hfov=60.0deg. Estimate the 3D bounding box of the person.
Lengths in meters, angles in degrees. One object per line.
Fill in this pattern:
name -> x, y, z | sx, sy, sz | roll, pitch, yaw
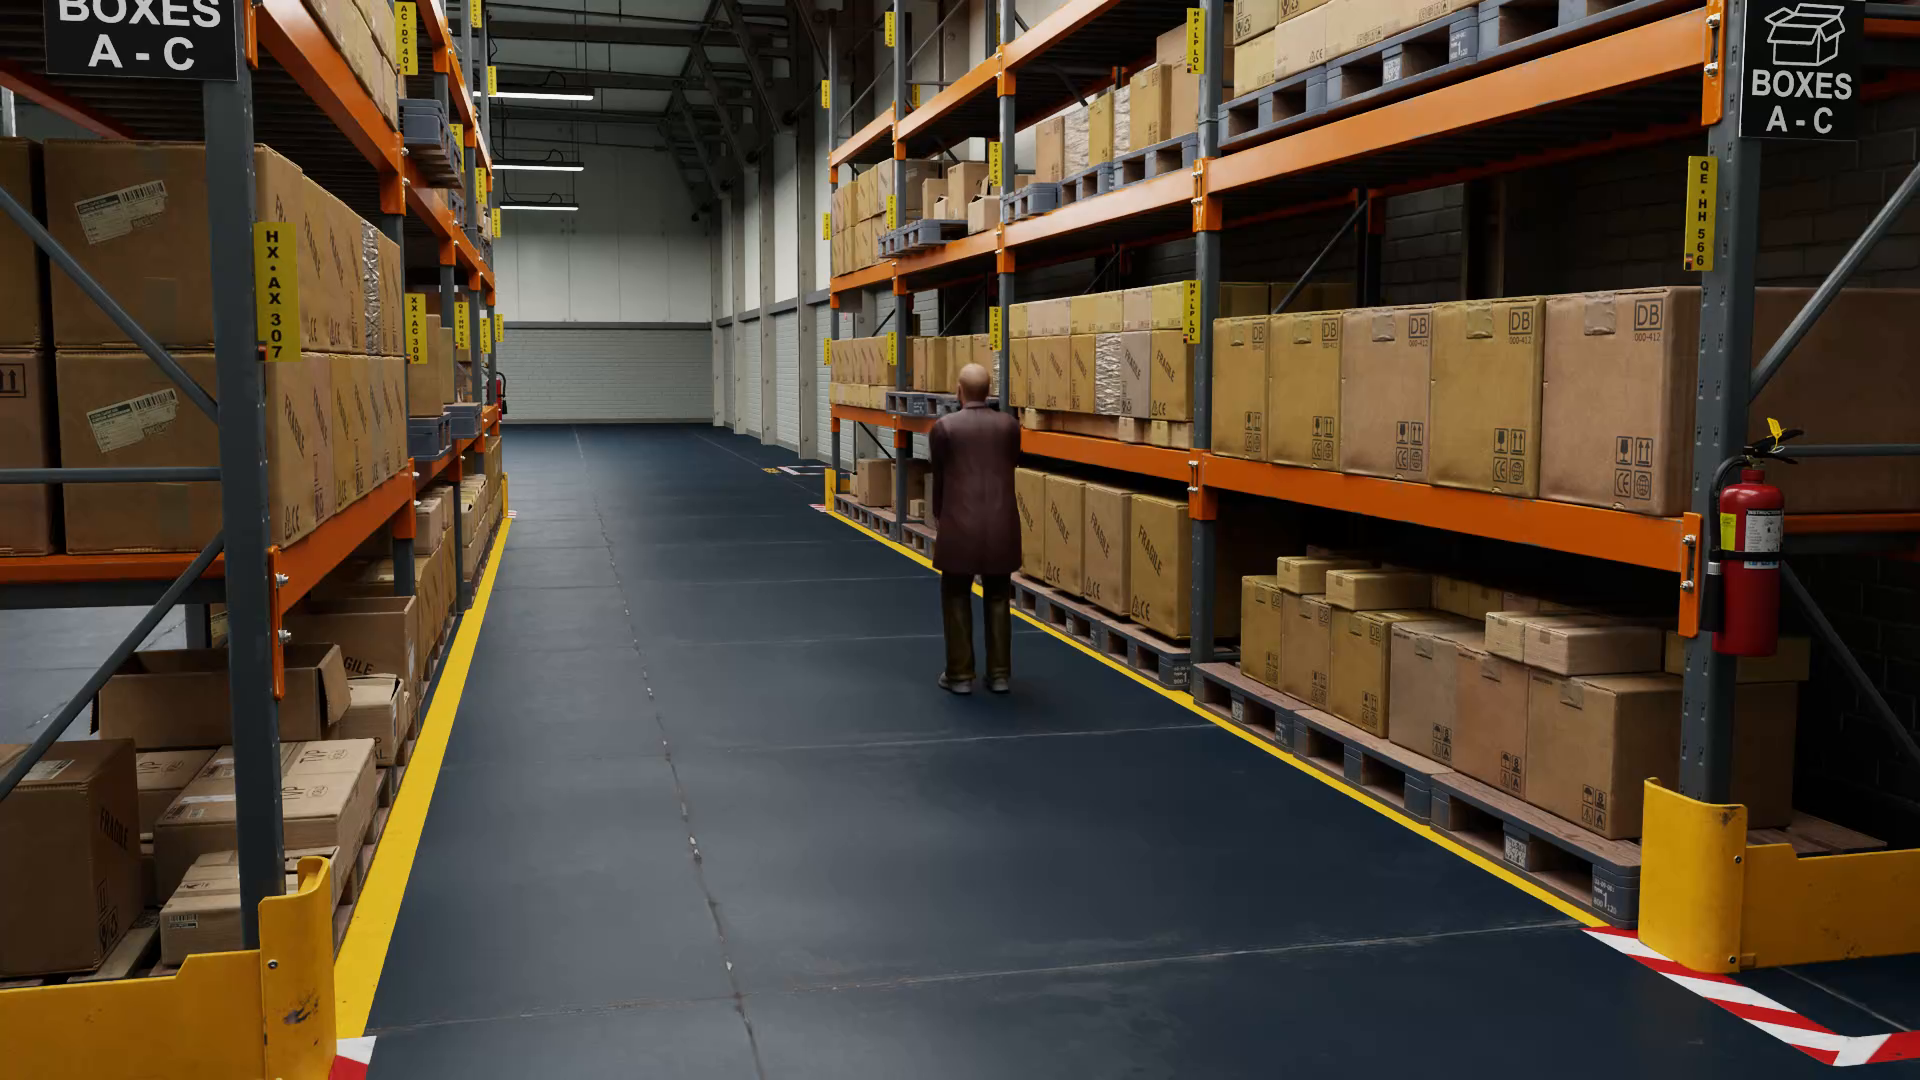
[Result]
person -> 0.070, -0.068, 9.051 | 0.524, 1.779, 0.565 | -2, 6, -14
